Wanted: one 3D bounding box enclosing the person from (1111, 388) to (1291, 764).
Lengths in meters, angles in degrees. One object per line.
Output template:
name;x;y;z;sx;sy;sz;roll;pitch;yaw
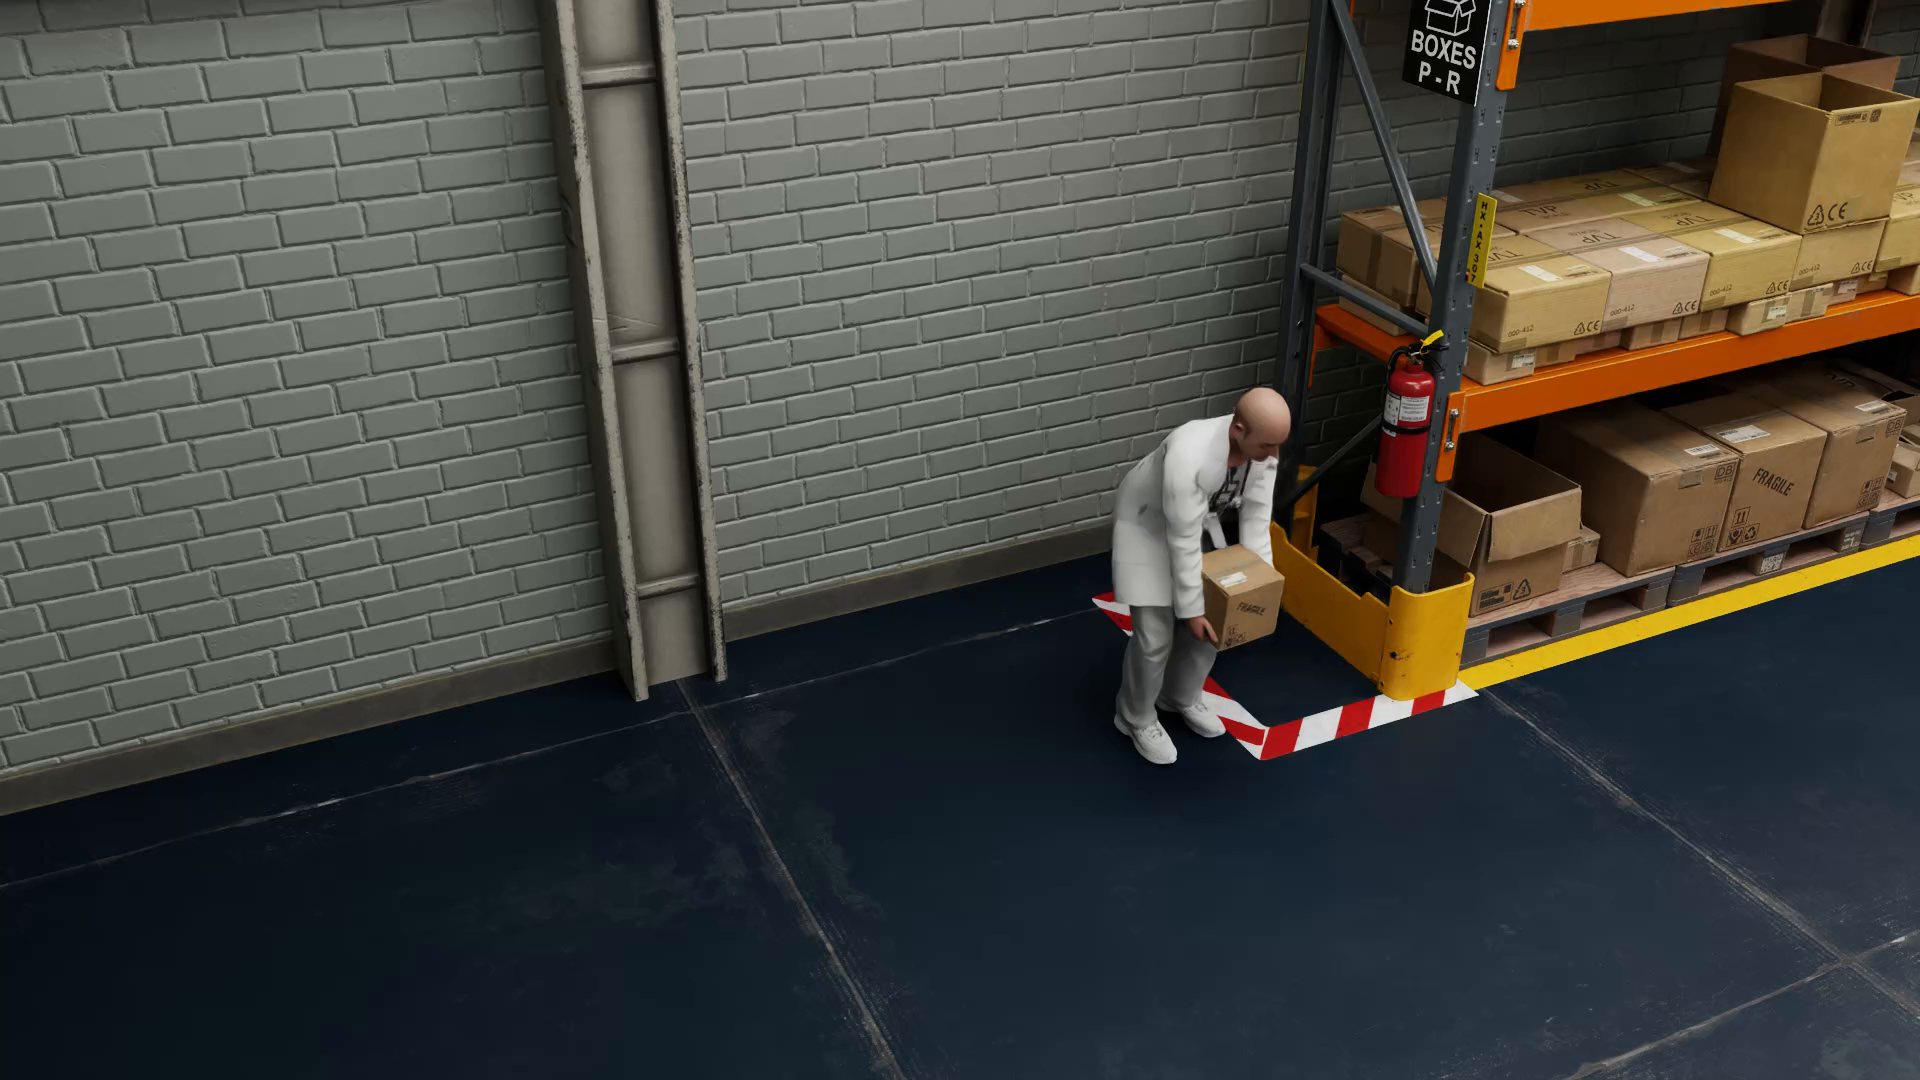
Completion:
person;0.870;0.101;6.140;0.546;1.608;0.715;-17;33;-28
